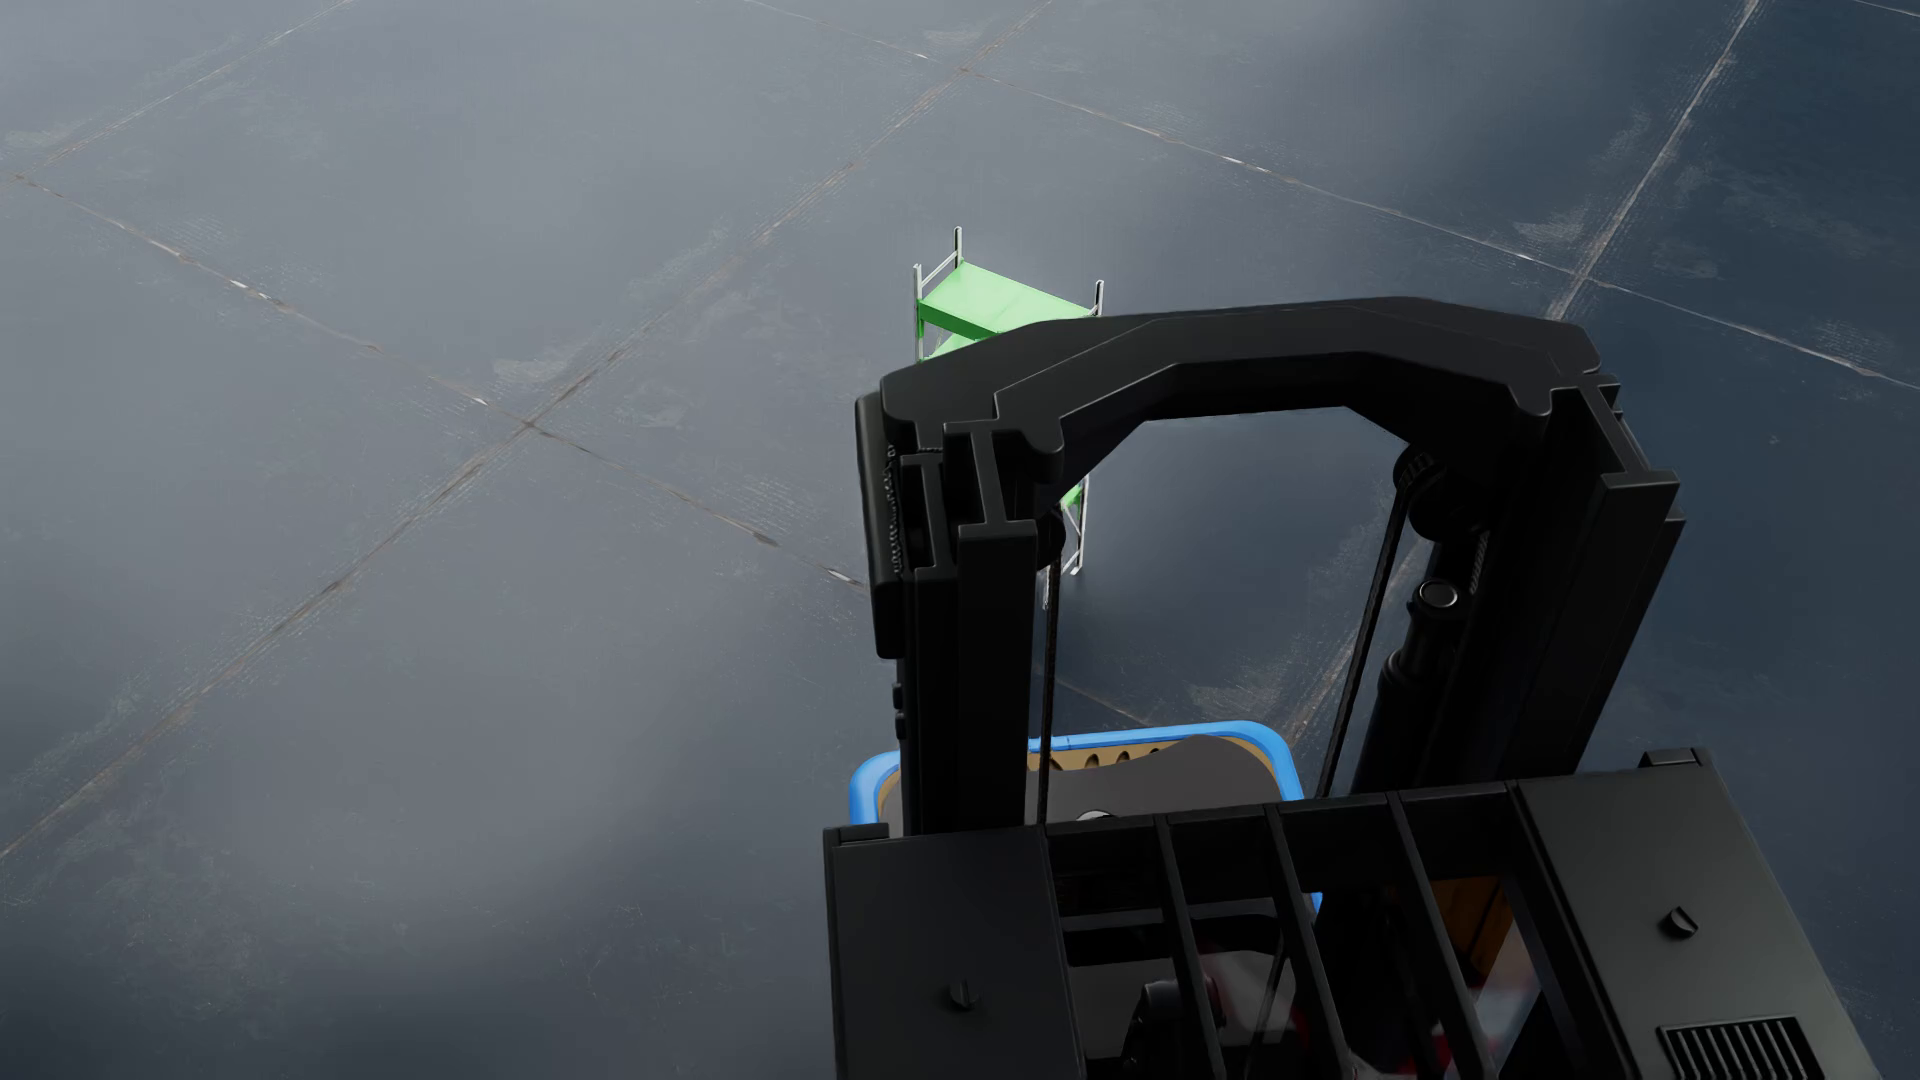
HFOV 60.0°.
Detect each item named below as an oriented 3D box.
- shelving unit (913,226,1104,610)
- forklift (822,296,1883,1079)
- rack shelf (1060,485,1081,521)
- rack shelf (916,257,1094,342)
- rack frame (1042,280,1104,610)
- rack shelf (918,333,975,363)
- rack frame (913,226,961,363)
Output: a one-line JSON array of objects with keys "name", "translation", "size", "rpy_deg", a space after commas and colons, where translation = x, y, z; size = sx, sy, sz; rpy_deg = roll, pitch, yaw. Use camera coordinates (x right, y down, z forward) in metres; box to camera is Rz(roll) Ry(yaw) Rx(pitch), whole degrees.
[{"name": "shelving unit", "translation": [0.139, -0.354, 5.257], "size": [0.503, 1.200, 0.258], "rpy_deg": [25, 51, 22]}, {"name": "forklift", "translation": [0.410, 1.228, 2.513], "size": [1.130, 2.935, 3.031], "rpy_deg": [-5, 46, -4]}, {"name": "rack shelf", "translation": [0.139, -0.142, 5.475], "size": [0.480, 0.148, 0.258], "rpy_deg": [25, 51, 22]}, {"name": "rack shelf", "translation": [0.139, -0.644, 4.959], "size": [0.480, 0.148, 0.258], "rpy_deg": [25, 51, 22]}, {"name": "rack frame", "translation": [0.345, -0.260, 5.166], "size": [0.015, 1.200, 0.240], "rpy_deg": [25, 51, 22]}, {"name": "rack shelf", "translation": [0.139, -0.477, 5.131], "size": [0.480, 0.148, 0.258], "rpy_deg": [25, 51, 22]}, {"name": "rack frame", "translation": [-0.066, -0.449, 5.349], "size": [0.015, 1.200, 0.240], "rpy_deg": [25, 51, 22]}]
